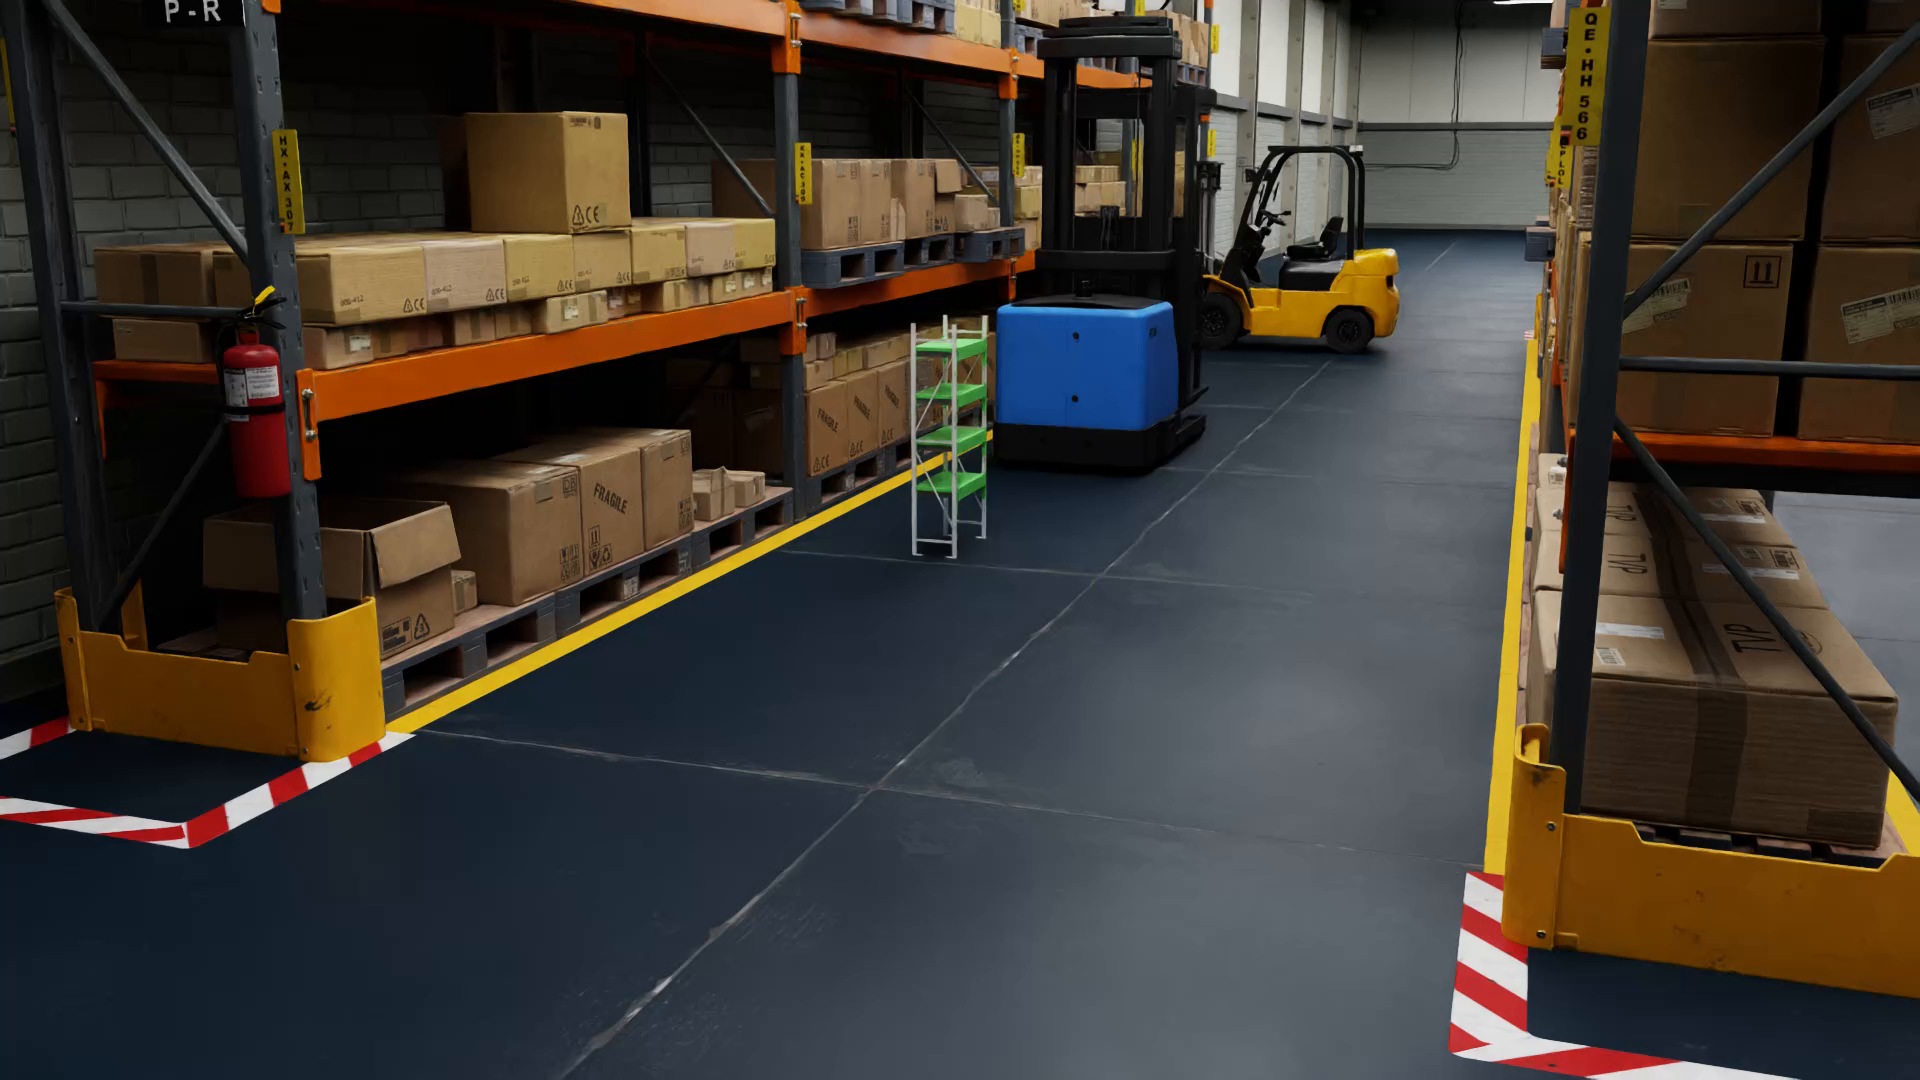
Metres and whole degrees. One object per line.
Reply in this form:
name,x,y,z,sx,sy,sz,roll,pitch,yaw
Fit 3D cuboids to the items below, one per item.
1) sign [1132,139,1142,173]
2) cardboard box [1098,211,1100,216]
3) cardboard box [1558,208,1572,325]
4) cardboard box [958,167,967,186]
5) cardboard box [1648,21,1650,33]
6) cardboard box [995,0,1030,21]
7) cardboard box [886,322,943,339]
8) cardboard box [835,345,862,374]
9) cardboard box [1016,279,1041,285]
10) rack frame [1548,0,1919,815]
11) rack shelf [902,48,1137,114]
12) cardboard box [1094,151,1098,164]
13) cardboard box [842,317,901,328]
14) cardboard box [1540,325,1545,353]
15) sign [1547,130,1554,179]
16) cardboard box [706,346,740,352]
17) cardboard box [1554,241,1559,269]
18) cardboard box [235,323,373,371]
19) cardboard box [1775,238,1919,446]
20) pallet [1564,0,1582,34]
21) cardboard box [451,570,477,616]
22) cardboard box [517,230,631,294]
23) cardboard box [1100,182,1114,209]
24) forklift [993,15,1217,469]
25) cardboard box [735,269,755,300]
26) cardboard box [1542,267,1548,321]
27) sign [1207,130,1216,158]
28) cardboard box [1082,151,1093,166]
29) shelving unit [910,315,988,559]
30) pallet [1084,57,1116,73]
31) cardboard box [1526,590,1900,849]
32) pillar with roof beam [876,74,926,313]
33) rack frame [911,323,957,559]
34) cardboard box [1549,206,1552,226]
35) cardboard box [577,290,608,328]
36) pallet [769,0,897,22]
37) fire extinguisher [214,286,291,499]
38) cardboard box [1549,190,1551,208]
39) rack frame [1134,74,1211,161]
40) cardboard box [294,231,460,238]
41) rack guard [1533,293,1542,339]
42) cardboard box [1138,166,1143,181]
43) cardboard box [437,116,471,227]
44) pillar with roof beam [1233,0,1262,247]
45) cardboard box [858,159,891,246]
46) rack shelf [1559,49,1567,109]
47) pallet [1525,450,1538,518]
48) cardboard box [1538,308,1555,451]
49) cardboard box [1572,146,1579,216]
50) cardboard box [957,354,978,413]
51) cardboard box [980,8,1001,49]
sign,1.737,-3.777,16.371,0.100,0.325,0.005,4,14,18
cardboard box,1.147,-2.984,15.657,0.500,0.250,0.500,4,14,18
cardboard box,2.763,-1.110,6.887,0.500,0.500,0.500,4,14,19
cardboard box,-0.160,-2.894,13.244,0.380,0.149,0.250,5,14,20
cardboard box,2.021,-1.403,4.463,0.380,0.149,0.250,5,14,19
cardboard box,0.326,-4.100,12.824,0.380,0.166,0.250,4,14,18
cardboard box,-0.309,-1.462,11.867,0.380,0.149,0.250,5,14,20
cardboard box,-0.836,-1.140,10.457,0.380,0.149,0.250,4,13,17
cardboard box,1.062,-2.225,16.386,0.875,0.625,0.625,5,14,21
rack frame,2.035,-0.405,4.021,1.000,3.000,0.127,4,14,18
rack shelf,0.573,-3.979,14.555,1.077,0.370,4.000,4,14,18
cardboard box,1.586,-3.907,17.013,0.380,0.149,0.250,5,14,19
cardboard box,-0.654,-1.549,12.249,0.380,0.149,0.250,5,14,19
cardboard box,5.855,-1.940,15.981,0.500,0.250,0.500,5,14,21
sign,4.107,-2.652,11.444,0.100,0.325,0.005,4,14,18
cardboard box,-1.371,-1.112,10.335,0.380,0.149,0.250,5,14,19
cardboard box,4.227,-1.931,11.046,0.500,0.250,0.500,4,13,17
cardboard box,-2.297,-0.689,5.828,0.380,0.149,0.250,4,14,18
cardboard box,2.462,-0.534,4.362,0.500,0.500,0.500,4,14,18
pallet,4.466,-3.320,10.478,1.213,0.211,1.003,5,14,21
cardboard box,-2.201,0.215,6.768,0.380,0.149,0.250,4,13,16
cardboard box,-1.792,-1.232,7.313,0.500,0.250,0.500,4,13,17
cardboard box,1.143,-3.228,15.604,0.500,0.250,0.500,4,13,17
forklift,1.191,-2.178,11.943,1.130,2.935,3.031,5,14,19
cardboard box,-1.296,-1.340,8.681,0.380,0.149,0.250,5,14,20
cardboard box,6.018,-2.413,16.367,0.500,0.500,0.500,5,14,19
sign,3.023,-4.768,20.004,0.100,0.325,0.005,4,14,18
cardboard box,1.158,-3.937,17.145,0.380,0.149,0.250,4,13,17
shelving unit,-0.054,-0.550,8.702,0.258,1.200,0.503,4,14,18
pallet,0.947,-4.471,15.523,0.805,0.209,1.217,4,13,16
cardboard box,2.154,0.493,4.900,0.875,0.438,0.875,4,13,16
pillar with roof beam,3.568,-5.400,12.425,9.100,9.000,0.400,4,14,18
rack frame,-0.132,-0.499,8.477,0.240,1.200,0.015,4,14,18
cardboard box,4.729,-2.487,12.764,0.380,0.149,0.250,5,14,19
cardboard box,-1.767,-1.013,7.250,0.380,0.149,0.250,5,14,20
pallet,-1.091,-3.107,9.540,1.213,0.211,1.003,4,14,18
fire extinguisher,-2.273,-0.478,5.352,0.296,0.674,0.183,4,14,18
cardboard box,6.632,-3.779,17.909,0.500,0.500,0.500,5,14,20
rack frame,2.514,-4.130,20.343,1.000,3.000,0.127,4,14,18
cardboard box,-2.432,-1.162,7.006,0.500,0.250,0.500,5,14,20
rack guard,7.188,-2.539,18.989,1.175,0.500,0.348,4,14,18
cardboard box,1.654,-3.756,17.021,0.380,0.149,0.250,5,14,20
cardboard box,-2.102,-1.747,7.884,0.500,0.500,0.500,4,13,17
pillar with roof beam,9.392,-9.190,29.030,9.100,9.000,0.400,4,14,18
cardboard box,-0.833,-2.052,10.069,0.700,0.500,0.500,5,14,19
rack shelf,5.271,-3.622,12.992,1.077,0.370,4.000,4,14,18
pallet,3.901,-0.313,9.886,1.003,0.211,1.213,4,14,18
cardboard box,4.029,-0.931,10.158,0.875,0.875,0.875,5,14,19
cardboard box,2.435,-1.382,5.829,0.500,0.500,0.500,4,14,18
cardboard box,-0.179,-1.223,12.279,0.500,0.500,0.500,4,13,18
cardboard box,-0.011,-3.710,12.096,0.500,0.250,0.500,4,13,17
